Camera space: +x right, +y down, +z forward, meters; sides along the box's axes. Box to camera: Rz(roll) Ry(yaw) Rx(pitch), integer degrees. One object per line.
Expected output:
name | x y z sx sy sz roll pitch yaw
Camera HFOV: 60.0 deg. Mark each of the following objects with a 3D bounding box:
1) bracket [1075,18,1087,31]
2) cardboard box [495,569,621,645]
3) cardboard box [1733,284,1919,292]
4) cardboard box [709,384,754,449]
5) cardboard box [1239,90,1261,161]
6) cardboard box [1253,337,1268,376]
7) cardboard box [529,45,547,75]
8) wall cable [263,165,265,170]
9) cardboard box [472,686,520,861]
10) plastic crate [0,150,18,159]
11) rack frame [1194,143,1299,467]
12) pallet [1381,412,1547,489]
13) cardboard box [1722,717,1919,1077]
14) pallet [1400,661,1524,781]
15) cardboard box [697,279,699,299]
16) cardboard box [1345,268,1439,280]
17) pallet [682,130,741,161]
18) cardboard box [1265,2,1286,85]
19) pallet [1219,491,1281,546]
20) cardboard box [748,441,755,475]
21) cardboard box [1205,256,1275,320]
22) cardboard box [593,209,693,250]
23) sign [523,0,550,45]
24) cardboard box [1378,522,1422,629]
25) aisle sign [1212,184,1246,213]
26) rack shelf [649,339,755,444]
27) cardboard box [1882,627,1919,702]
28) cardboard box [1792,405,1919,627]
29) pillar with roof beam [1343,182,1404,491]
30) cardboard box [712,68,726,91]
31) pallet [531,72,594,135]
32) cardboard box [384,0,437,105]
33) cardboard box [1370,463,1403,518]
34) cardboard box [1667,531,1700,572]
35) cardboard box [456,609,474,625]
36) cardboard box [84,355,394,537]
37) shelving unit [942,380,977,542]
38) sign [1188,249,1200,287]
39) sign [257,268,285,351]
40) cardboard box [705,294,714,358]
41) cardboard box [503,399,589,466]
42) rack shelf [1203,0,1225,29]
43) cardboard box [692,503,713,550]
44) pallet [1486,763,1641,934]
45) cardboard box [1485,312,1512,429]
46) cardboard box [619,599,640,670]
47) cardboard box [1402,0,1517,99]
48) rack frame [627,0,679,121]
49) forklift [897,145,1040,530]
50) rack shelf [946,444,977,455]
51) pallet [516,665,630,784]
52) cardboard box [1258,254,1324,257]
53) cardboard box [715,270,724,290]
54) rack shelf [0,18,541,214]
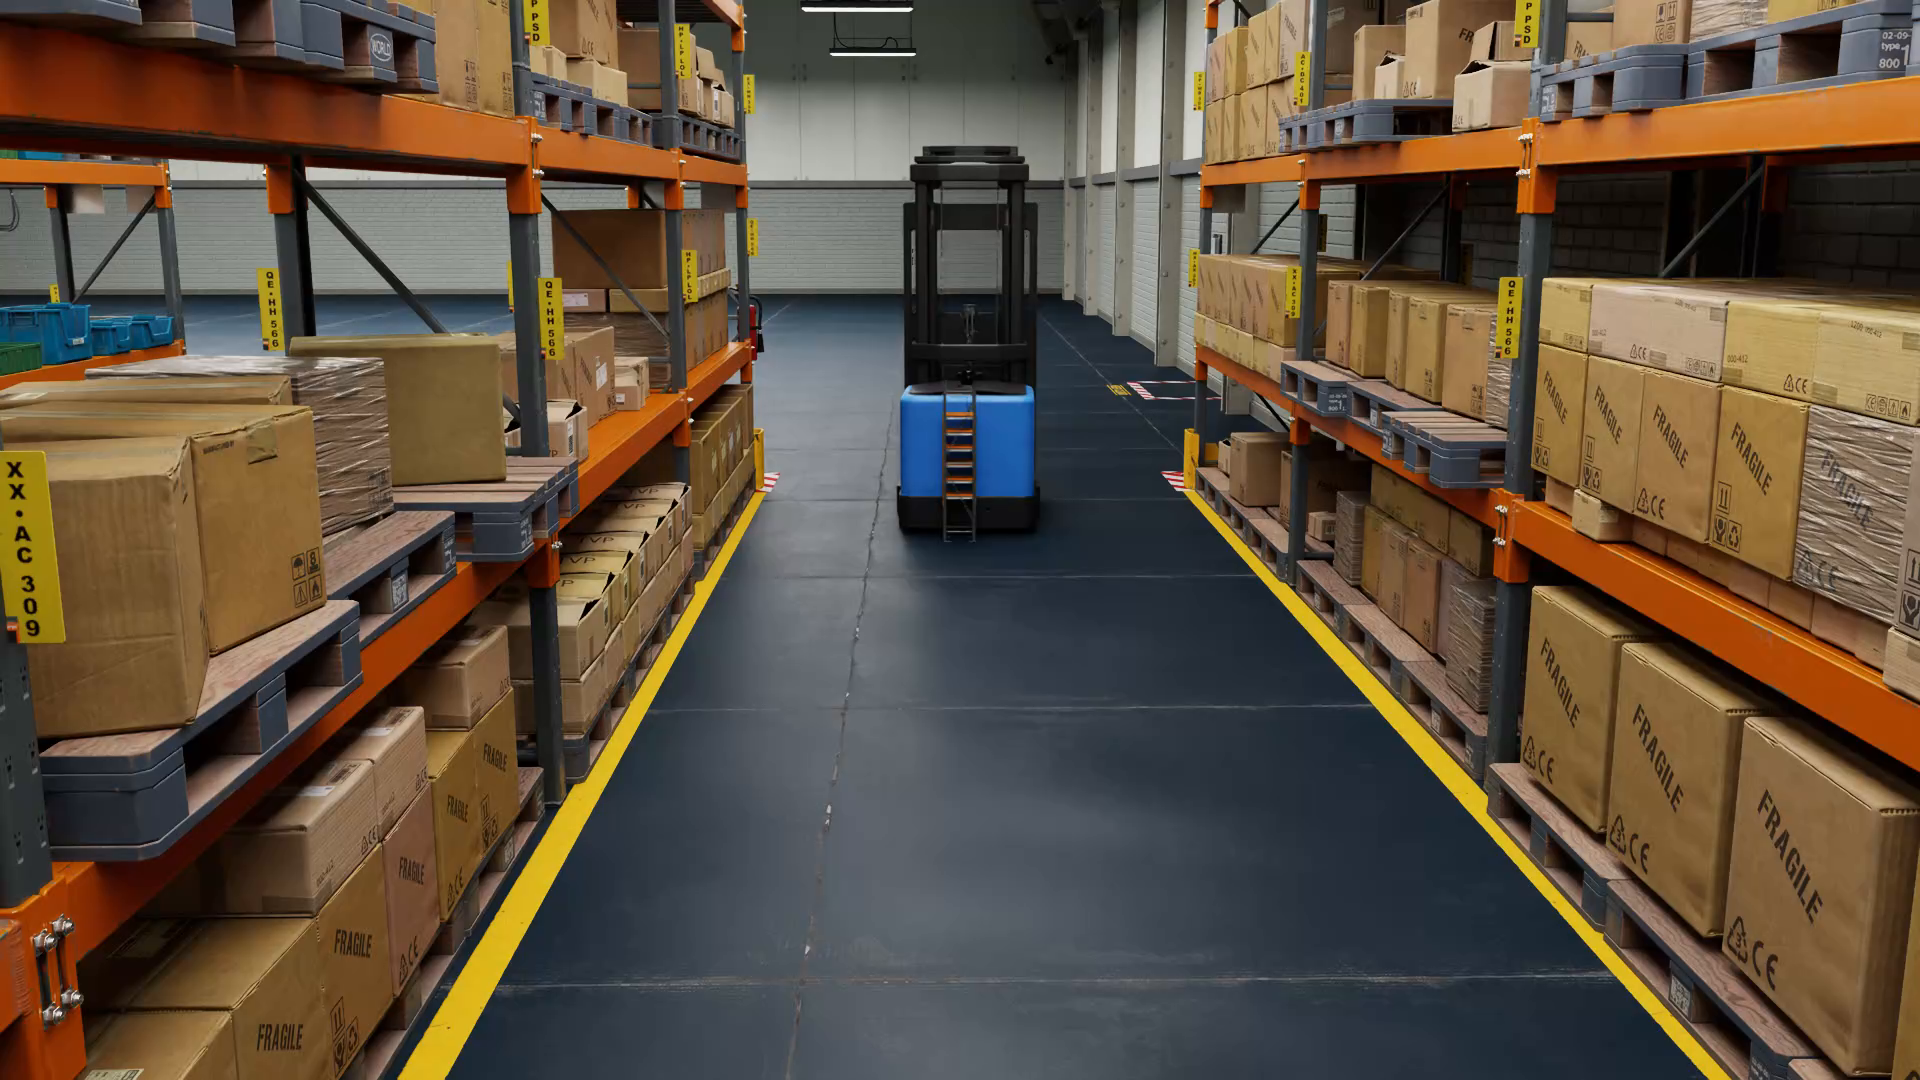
bracket | 2.640 -11.220 36.179 0.235 0.232 0.430 0 11 -1
cardboard box | -1.920 0.304 7.967 0.500 0.311 0.500 -1 11 -3
cardboard box | 3.045 -0.755 5.799 0.500 0.250 0.500 -1 11 -3
cardboard box | -2.040 -1.064 14.234 0.500 0.500 0.500 0 11 -1
cardboard box | 2.383 -3.110 12.497 0.500 0.500 0.500 0 11 2
cardboard box | 2.371 -1.298 11.740 0.500 0.250 0.500 0 11 -1
cardboard box | -2.279 -2.264 7.950 0.500 0.250 0.500 0 11 -2
wall cable | -17.877 -12.897 44.944 2.305 6.003 0.169 0 11 -1
cardboard box | -1.930 0.841 6.051 0.500 0.500 0.500 0 11 1
plastic crate | -6.979 -2.810 11.855 0.336 0.188 0.450 0 11 -1
rack frame | 2.603 -1.965 14.700 1.000 3.000 0.127 0 11 -1
pallet | 2.648 -0.422 7.577 1.213 0.211 1.003 0 11 -1
cardboard box | 2.687 0.963 4.619 0.750 0.750 0.750 0 11 1
pallet | 2.754 0.837 7.905 1.003 0.211 1.213 0 11 -1
cardboard box | -2.109 -1.826 12.132 0.380 0.149 0.250 -1 11 -3
cardboard box | 2.885 -1.568 11.184 0.500 0.500 0.500 -1 11 -2
pallet | -2.360 -3.230 13.613 1.003 0.211 1.213 0 11 -1
cardboard box | 2.383 -3.397 11.396 0.500 0.500 0.500 0 11 2
pallet | 2.609 -0.180 12.914 1.003 0.211 1.213 0 11 -1
cardboard box | -2.043 -0.697 14.308 0.500 0.250 0.500 0 11 -1
cardboard box | 2.313 -2.074 13.680 0.500 0.500 0.500 0 11 -1
cardboard box | -2.303 -2.122 11.958 0.700 0.500 0.500 0 11 -1
sign | -1.641 -2.079 6.417 0.100 0.325 0.005 0 11 -1
cardboard box | 2.749 0.190 9.259 0.700 0.500 0.500 0 11 -1
aisle sign | 2.302 -3.252 14.506 0.394 0.787 0.004 0 11 -1
rack shelf | -2.308 -1.194 12.708 1.077 0.370 4.000 0 11 -1
cardboard box | 2.508 0.314 4.050 0.380 0.149 0.250 0 11 -1
cardboard box | 2.568 -0.076 4.340 0.500 0.500 0.500 0 11 -1
pillar with roof beam | -0.821 -4.752 13.348 9.100 9.000 0.400 0 11 -1
cardboard box | -2.341 -3.625 13.669 0.797 0.503 0.637 1 11 3
pallet | -2.287 -1.866 7.141 1.213 0.211 1.003 0 11 1
cardboard box | -2.120 -1.581 5.013 0.910 0.500 0.500 0 11 -1
cardboard box | 2.730 -0.294 9.759 0.500 0.250 0.500 0 11 -2
cardboard box | 2.604 0.009 5.550 0.380 0.149 0.250 0 11 0
cardboard box | -2.441 0.410 7.442 0.500 0.311 0.500 0 11 0
cardboard box | -2.230 -0.301 5.191 0.700 0.500 0.500 2 12 10
shelving unit | -0.002 -0.590 12.450 0.258 1.200 0.189 0 11 1
sign | 2.061 -2.387 14.603 0.100 0.325 0.005 0 11 -1
sign | -2.739 -0.918 6.628 0.100 0.325 0.005 0 11 -1
cardboard box | -2.332 -1.697 13.128 0.700 0.500 0.500 0 11 -1
cardboard box | -2.009 -0.488 7.647 0.500 0.311 0.500 0 11 -2
rack shelf | 2.645 -4.153 12.216 1.077 0.370 4.000 0 11 -1
cardboard box | -1.973 -0.100 11.369 0.500 0.250 0.500 0 11 -1
pallet | 2.710 1.149 6.365 1.003 0.211 1.213 0 11 -1
cardboard box | 2.749 -0.733 7.268 0.700 0.500 0.500 -2 12 -8
cardboard box | -1.929 0.480 8.510 0.500 0.250 0.500 -1 11 -3
cardboard box | 2.643 -2.541 8.685 0.500 0.500 0.500 -1 11 -3
rack frame | -2.266 -4.089 10.080 1.000 3.000 0.127 0 11 -1
forklift | 0.091 -1.759 13.857 1.130 2.935 3.031 0 11 1
rack shelf | -0.002 -0.664 12.435 0.258 0.103 0.180 0 11 1
pallet | -2.162 0.849 7.842 1.003 0.211 1.213 0 11 -1
cardboard box | 2.826 -2.176 14.181 0.500 0.500 0.500 0 11 -2
cardboard box | -2.138 -2.133 13.644 0.380 0.149 0.250 0 11 -2
rack shelf | -2.142 -1.074 4.571 1.077 0.370 4.000 0 11 -1
